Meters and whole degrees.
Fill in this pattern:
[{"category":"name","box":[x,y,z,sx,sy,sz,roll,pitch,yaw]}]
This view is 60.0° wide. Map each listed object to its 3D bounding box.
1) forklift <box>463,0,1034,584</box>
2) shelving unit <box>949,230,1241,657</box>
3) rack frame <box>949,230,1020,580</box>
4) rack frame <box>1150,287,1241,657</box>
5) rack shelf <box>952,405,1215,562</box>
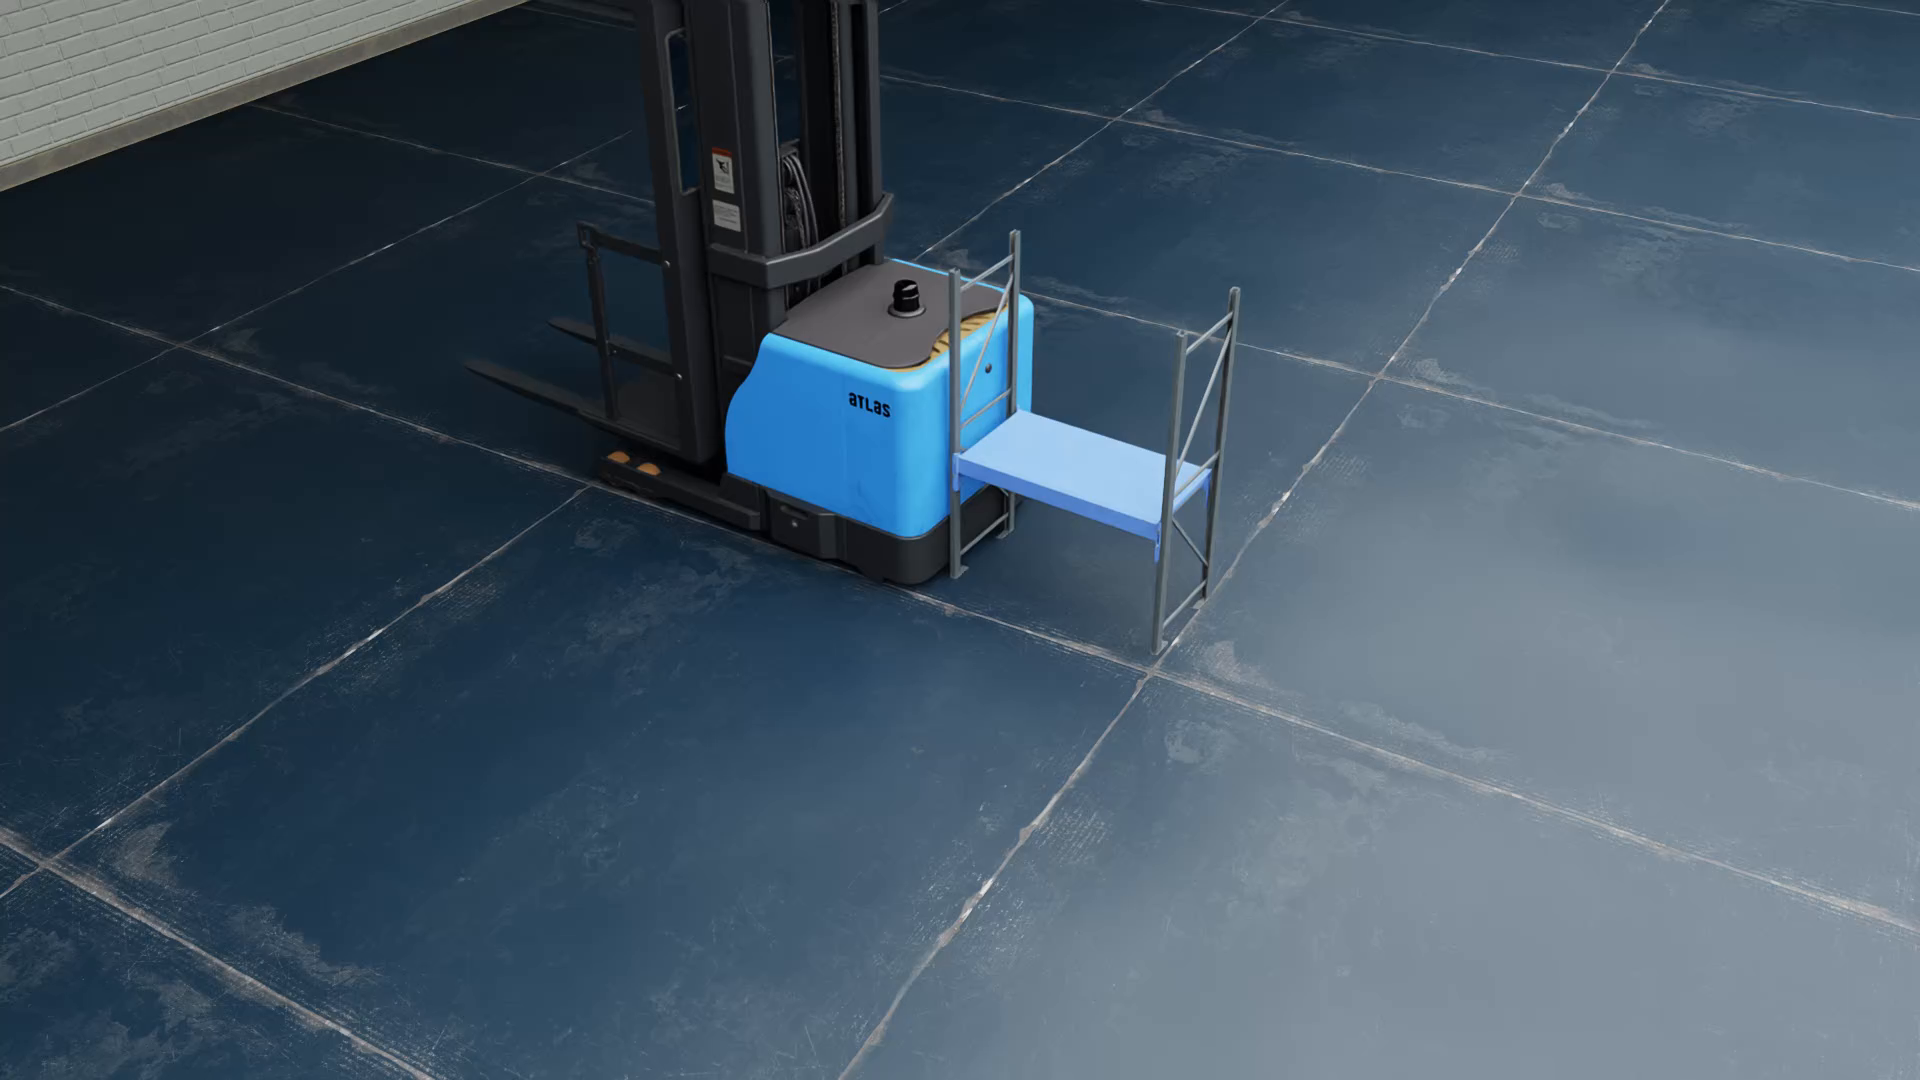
[{"category":"forklift","box":[-1.165,-1.648,7.580,3.031,2.935,1.130,20,39,27]},{"category":"shelving unit","box":[0.528,-0.408,7.009,1.048,1.500,0.538,20,39,27]},{"category":"rack frame","box":[0.105,-0.563,7.243,0.032,1.500,0.500,20,39,27]},{"category":"rack frame","box":[0.952,-0.252,6.775,0.032,1.500,0.500,20,39,27]},{"category":"rack shelf","box":[0.528,-0.258,7.109,1.000,0.185,0.538,20,39,27]}]
